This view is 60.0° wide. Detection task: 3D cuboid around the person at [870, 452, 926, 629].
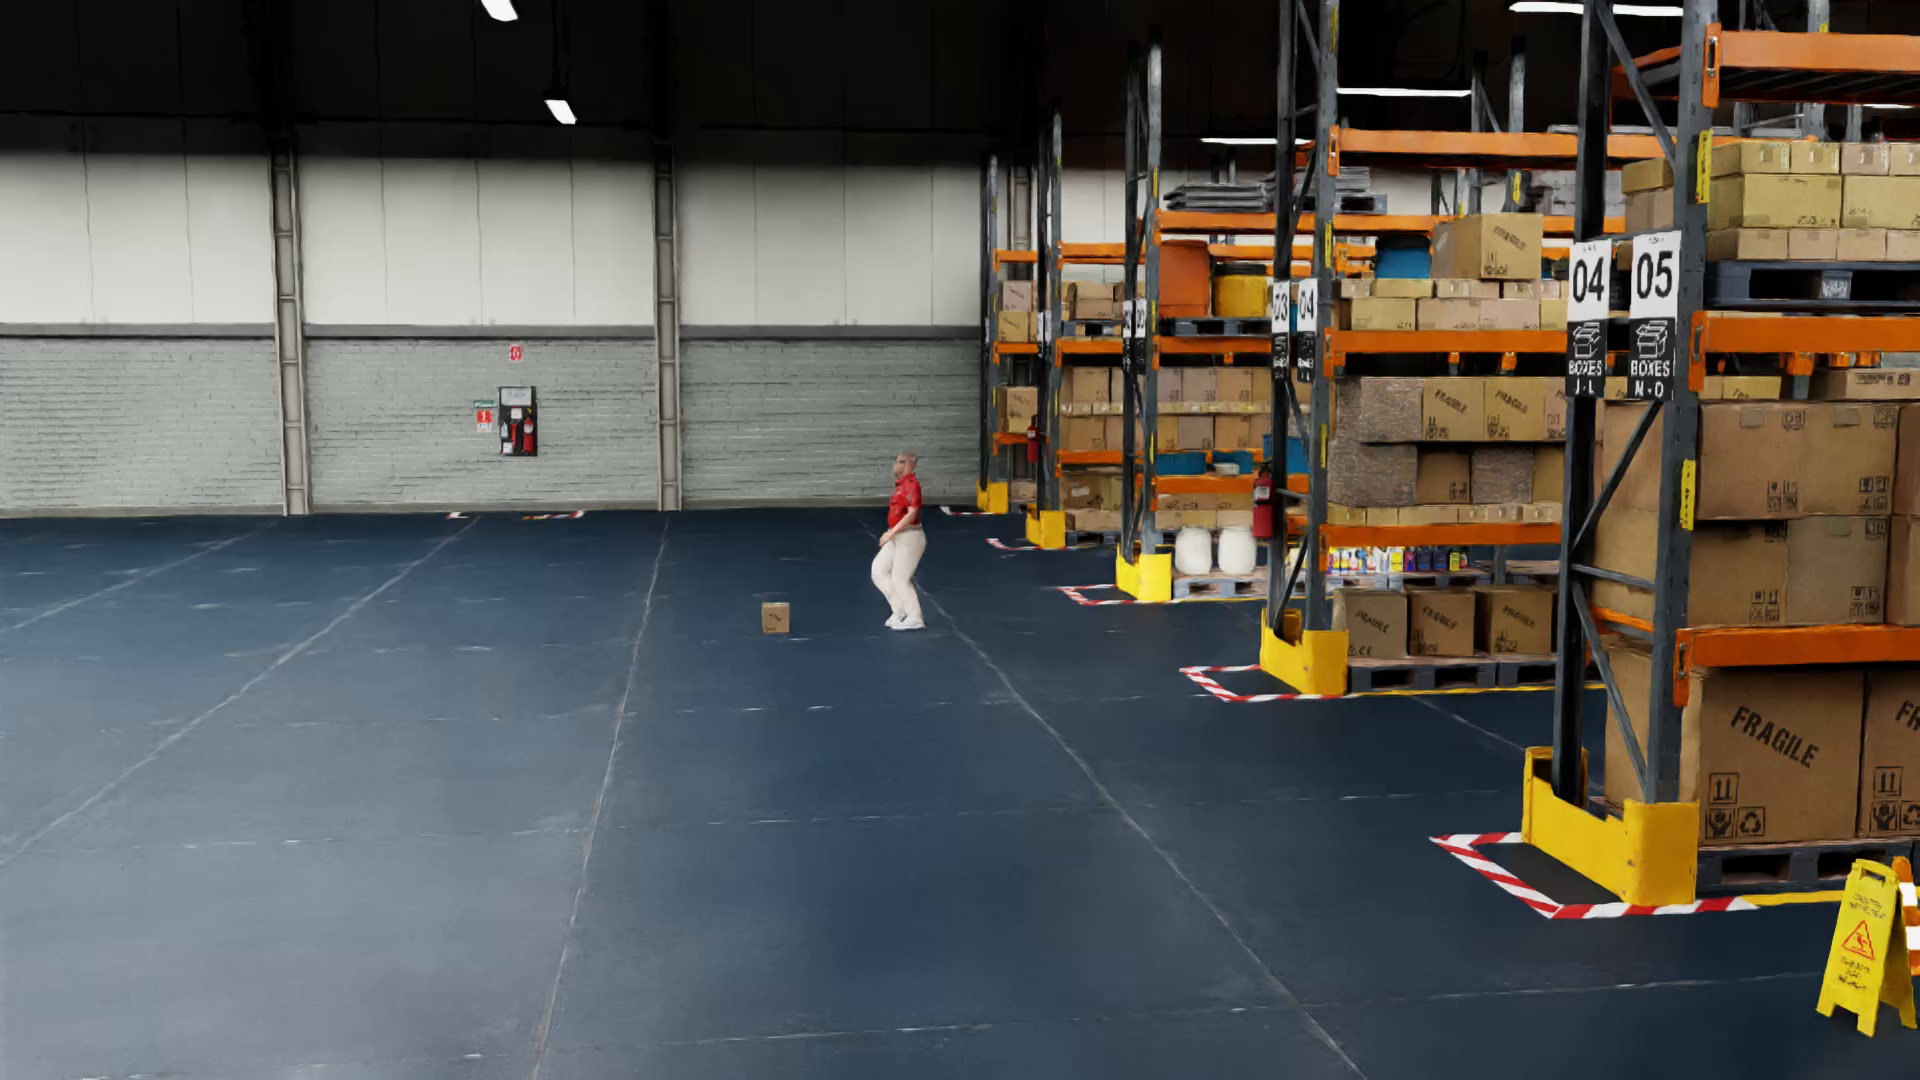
[{"bbox_3d":[-0.577,0.034,15.837,0.535,1.746,0.676,-2,7,-19],"label":"person"}]
